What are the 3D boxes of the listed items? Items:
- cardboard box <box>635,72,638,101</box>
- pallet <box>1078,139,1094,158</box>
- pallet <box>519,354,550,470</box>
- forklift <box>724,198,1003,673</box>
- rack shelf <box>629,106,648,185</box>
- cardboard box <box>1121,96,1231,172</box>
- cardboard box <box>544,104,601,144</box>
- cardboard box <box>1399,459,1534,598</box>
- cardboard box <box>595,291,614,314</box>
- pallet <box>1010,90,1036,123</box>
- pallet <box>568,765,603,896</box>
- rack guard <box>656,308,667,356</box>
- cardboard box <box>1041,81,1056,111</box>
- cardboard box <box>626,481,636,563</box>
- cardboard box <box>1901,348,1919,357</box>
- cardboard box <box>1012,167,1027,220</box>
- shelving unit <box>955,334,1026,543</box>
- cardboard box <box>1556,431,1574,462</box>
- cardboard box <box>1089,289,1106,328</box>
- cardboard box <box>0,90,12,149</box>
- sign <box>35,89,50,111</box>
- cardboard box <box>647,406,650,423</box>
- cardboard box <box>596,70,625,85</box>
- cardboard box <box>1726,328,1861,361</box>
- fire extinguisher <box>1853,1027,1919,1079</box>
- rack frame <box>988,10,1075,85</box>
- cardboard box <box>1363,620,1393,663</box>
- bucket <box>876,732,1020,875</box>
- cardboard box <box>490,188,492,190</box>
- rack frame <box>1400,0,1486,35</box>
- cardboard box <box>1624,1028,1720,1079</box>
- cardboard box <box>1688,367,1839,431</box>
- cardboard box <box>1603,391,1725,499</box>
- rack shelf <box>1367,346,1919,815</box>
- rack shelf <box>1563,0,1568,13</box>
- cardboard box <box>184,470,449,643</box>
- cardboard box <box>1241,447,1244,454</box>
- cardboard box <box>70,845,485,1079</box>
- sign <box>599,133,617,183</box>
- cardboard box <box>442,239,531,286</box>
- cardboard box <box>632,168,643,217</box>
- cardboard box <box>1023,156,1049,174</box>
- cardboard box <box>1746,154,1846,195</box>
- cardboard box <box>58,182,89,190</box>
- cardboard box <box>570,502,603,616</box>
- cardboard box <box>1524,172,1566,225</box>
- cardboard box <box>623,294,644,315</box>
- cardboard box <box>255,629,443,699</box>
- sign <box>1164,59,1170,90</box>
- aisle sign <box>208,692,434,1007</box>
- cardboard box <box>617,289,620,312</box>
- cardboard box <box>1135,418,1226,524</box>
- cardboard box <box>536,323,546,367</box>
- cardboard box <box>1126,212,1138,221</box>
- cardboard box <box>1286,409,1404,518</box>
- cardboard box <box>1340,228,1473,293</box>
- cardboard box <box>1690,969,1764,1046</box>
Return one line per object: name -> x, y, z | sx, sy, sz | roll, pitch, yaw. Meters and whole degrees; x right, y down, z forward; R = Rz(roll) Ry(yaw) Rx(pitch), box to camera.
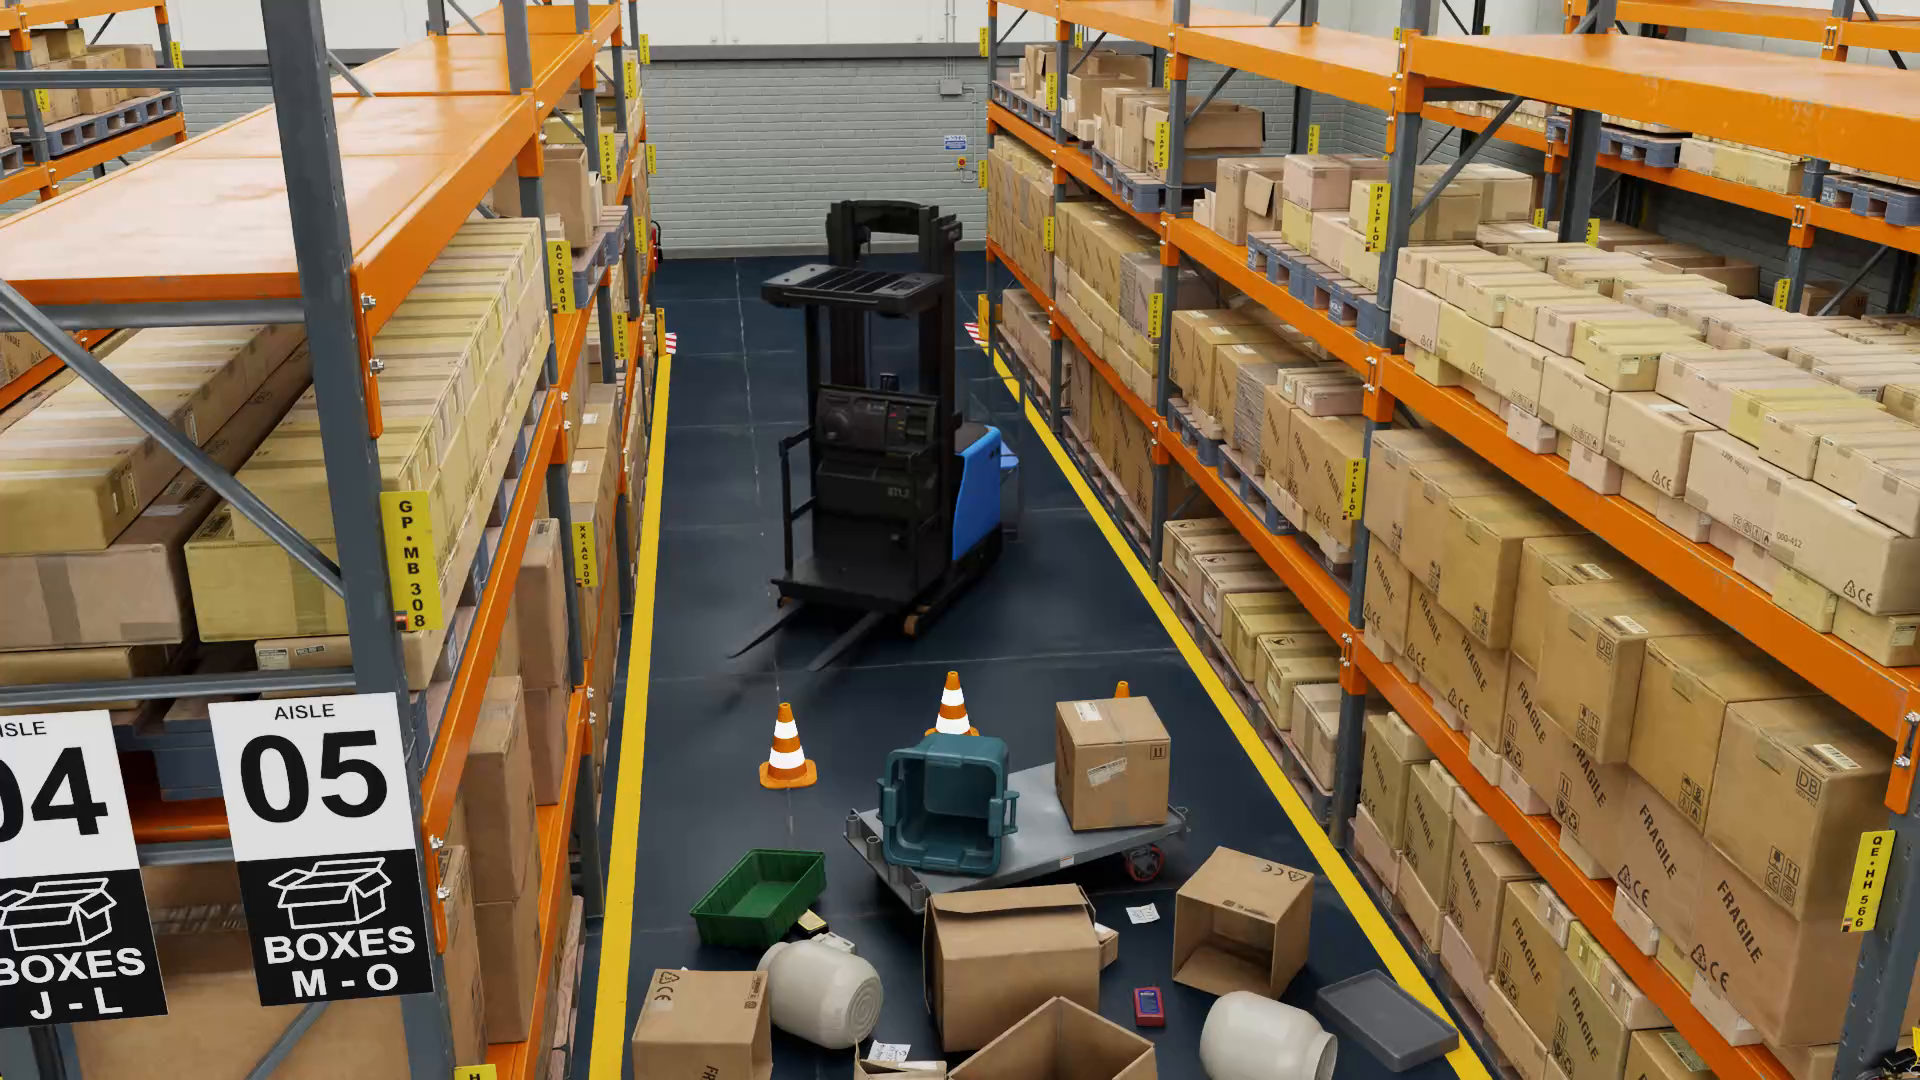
cardboard box -> -3.595, -4.682, 17.179 | 0.500, 0.250, 0.500 | -3, 21, -7
pallet -> 1.582, -3.515, 14.826 | 0.805, 0.209, 1.217 | -4, 21, -10
pallet -> -2.222, -0.539, 6.713 | 1.003, 0.211, 1.213 | -3, 21, -8
forklift -> -0.686, -0.842, 11.783 | 1.130, 2.935, 3.031 | 8, 22, 21
rack shelf -> -3.771, -3.990, 16.853 | 1.077, 0.370, 4.000 | -3, 21, -8
cardboard box -> 1.647, -3.111, 12.729 | 0.700, 0.500, 0.500 | -4, 21, -10
cardboard box -> -2.766, -2.988, 11.904 | 0.396, 0.266, 0.258 | -3, 21, -8
cardboard box -> 2.455, -0.058, 7.586 | 0.700, 0.500, 0.500 | -3, 21, -7
cardboard box -> -3.005, -1.914, 13.461 | 0.380, 0.149, 0.250 | -3, 21, -9
pallet -> 1.120, -4.583, 17.539 | 1.003, 0.211, 1.213 | -3, 21, -8
pallet -> -2.516, 1.583, 9.175 | 1.003, 0.211, 1.213 | -3, 21, -8
rack guard -> -4.049, -2.417, 19.473 | 1.175, 0.500, 0.348 | -3, 21, -8
cardboard box -> 0.992, -4.305, 16.117 | 0.396, 0.266, 0.258 | -2, 21, -6
cardboard box -> -2.756, -0.128, 12.744 | 0.500, 0.500, 0.500 | -4, 21, -10
cardboard box -> 6.861, -1.251, 11.708 | 0.380, 0.149, 0.250 | -3, 21, -7
cardboard box -> 0.847, -3.705, 17.776 | 0.500, 0.500, 0.500 | -3, 21, -8
shelving unit -> 0.159, -0.845, 13.834 | 0.538, 1.500, 1.048 | -5, 21, -12
cardboard box -> 2.578, -0.377, 6.509 | 0.380, 0.149, 0.250 | -3, 21, -7
cardboard box -> 1.409, -1.981, 14.234 | 0.500, 0.250, 0.500 | -4, 21, -9
cardboard box -> -8.312, -3.463, 13.670 | 0.700, 0.500, 0.500 | -2, 21, -6
sign -> -7.870, -3.840, 14.234 | 0.100, 0.325, 0.005 | -3, 21, -8
cardboard box -> -3.218, -1.233, 16.205 | 0.380, 0.149, 0.250 | -4, 21, -10
cardboard box -> -3.376, -4.371, 15.774 | 0.380, 0.149, 0.250 | -4, 21, -9
cardboard box -> 3.093, -0.682, 6.188 | 0.380, 0.149, 0.250 | -2, 21, -7
fire extinguisher -> 2.691, 1.740, 4.882 | 0.296, 0.674, 0.183 | -3, 21, -8
rack frame -> 0.824, -6.709, 18.819 | 1.000, 3.000, 0.127 | -3, 21, -8
cardboard box -> 2.282, 0.499, 8.453 | 0.380, 0.149, 0.250 | -3, 21, -8
bucket -> -0.029, 1.293, 8.474 | 0.726, 0.611, 0.620 | 4, 11, 11
cardboard box -> -2.948, -1.988, 9.936 | 0.500, 0.250, 0.500 | -2, 21, -6
rack frame -> 5.735, -6.961, 19.493 | 1.000, 3.000, 0.127 | -3, 21, -8
cardboard box -> 2.757, 2.116, 6.020 | 0.500, 0.500, 0.500 | -3, 21, -7
cardboard box -> 2.722, -0.477, 5.638 | 0.380, 0.149, 0.250 | -3, 21, -8
cardboard box -> 2.639, -0.351, 5.870 | 0.500, 0.250, 0.500 | -2, 21, -6
rack shelf -> 2.842, -0.120, 6.491 | 1.077, 0.370, 4.000 | -3, 21, -8
rack shelf -> 6.024, -5.930, 17.765 | 1.077, 0.370, 4.000 | -3, 21, -8
cardboard box -> -1.569, 0.027, 4.115 | 0.500, 0.250, 0.500 | -3, 21, -8
cardboard box -> 2.052, -0.618, 10.843 | 0.380, 0.149, 0.250 | -2, 21, -6
cardboard box -> -1.768, 1.219, 4.408 | 0.875, 0.550, 0.550 | -3, 21, -8
sign -> -2.356, -2.554, 11.128 | 0.100, 0.325, 0.005 | -3, 21, -8
cardboard box -> -1.890, -1.079, 6.508 | 0.380, 0.149, 0.250 | -3, 21, -8
cardboard box -> -3.439, -3.407, 16.555 | 0.500, 0.500, 0.500 | -3, 21, -7
cardboard box -> 0.869, -3.954, 17.516 | 0.380, 0.149, 0.250 | -3, 21, -8
cardboard box -> 6.574, -2.881, 13.071 | 0.500, 0.250, 0.500 | -4, 21, -10
cardboard box -> -9.108, -3.467, 17.428 | 0.500, 0.500, 0.500 | -3, 21, -9
cardboard box -> -2.213, 0.123, 8.957 | 0.500, 0.500, 0.500 | -3, 21, -7
cardboard box -> 6.361, -3.715, 18.094 | 0.500, 0.500, 0.500 | -3, 21, -9
cardboard box -> -3.200, -2.226, 15.749 | 0.380, 0.149, 0.250 | -2, 21, -6
cardboard box -> -1.485, 0.259, 4.063 | 0.380, 0.149, 0.250 | -3, 21, -7
sign -> 1.936, -4.340, 15.572 | 0.100, 0.325, 0.005 | -3, 21, -8
aisle sign -> -1.446, 0.717, 3.794 | 0.394, 0.787, 0.004 | -3, 21, -8
cardboard box -> -3.115, -2.048, 14.247 | 0.380, 0.149, 0.250 | -4, 21, -10
cardboard box -> 1.960, -0.574, 13.402 | 0.875, 0.875, 0.875 | -3, 21, -8
cardboard box -> -1.924, -0.793, 6.882 | 0.380, 0.149, 0.250 | -3, 21, -7
cardboard box -> 1.795, -2.709, 15.109 | 0.500, 0.500, 0.500 | -3, 21, -7
cardboard box -> 2.187, -0.447, 9.458 | 0.500, 0.500, 0.500 | -3, 21, -7
cardboard box -> 2.326, -1.471, 8.694 | 0.500, 0.250, 0.500 | -3, 21, -9
cardboard box -> 2.719, 1.558, 5.618 | 0.380, 0.149, 0.250 | -3, 21, -8
